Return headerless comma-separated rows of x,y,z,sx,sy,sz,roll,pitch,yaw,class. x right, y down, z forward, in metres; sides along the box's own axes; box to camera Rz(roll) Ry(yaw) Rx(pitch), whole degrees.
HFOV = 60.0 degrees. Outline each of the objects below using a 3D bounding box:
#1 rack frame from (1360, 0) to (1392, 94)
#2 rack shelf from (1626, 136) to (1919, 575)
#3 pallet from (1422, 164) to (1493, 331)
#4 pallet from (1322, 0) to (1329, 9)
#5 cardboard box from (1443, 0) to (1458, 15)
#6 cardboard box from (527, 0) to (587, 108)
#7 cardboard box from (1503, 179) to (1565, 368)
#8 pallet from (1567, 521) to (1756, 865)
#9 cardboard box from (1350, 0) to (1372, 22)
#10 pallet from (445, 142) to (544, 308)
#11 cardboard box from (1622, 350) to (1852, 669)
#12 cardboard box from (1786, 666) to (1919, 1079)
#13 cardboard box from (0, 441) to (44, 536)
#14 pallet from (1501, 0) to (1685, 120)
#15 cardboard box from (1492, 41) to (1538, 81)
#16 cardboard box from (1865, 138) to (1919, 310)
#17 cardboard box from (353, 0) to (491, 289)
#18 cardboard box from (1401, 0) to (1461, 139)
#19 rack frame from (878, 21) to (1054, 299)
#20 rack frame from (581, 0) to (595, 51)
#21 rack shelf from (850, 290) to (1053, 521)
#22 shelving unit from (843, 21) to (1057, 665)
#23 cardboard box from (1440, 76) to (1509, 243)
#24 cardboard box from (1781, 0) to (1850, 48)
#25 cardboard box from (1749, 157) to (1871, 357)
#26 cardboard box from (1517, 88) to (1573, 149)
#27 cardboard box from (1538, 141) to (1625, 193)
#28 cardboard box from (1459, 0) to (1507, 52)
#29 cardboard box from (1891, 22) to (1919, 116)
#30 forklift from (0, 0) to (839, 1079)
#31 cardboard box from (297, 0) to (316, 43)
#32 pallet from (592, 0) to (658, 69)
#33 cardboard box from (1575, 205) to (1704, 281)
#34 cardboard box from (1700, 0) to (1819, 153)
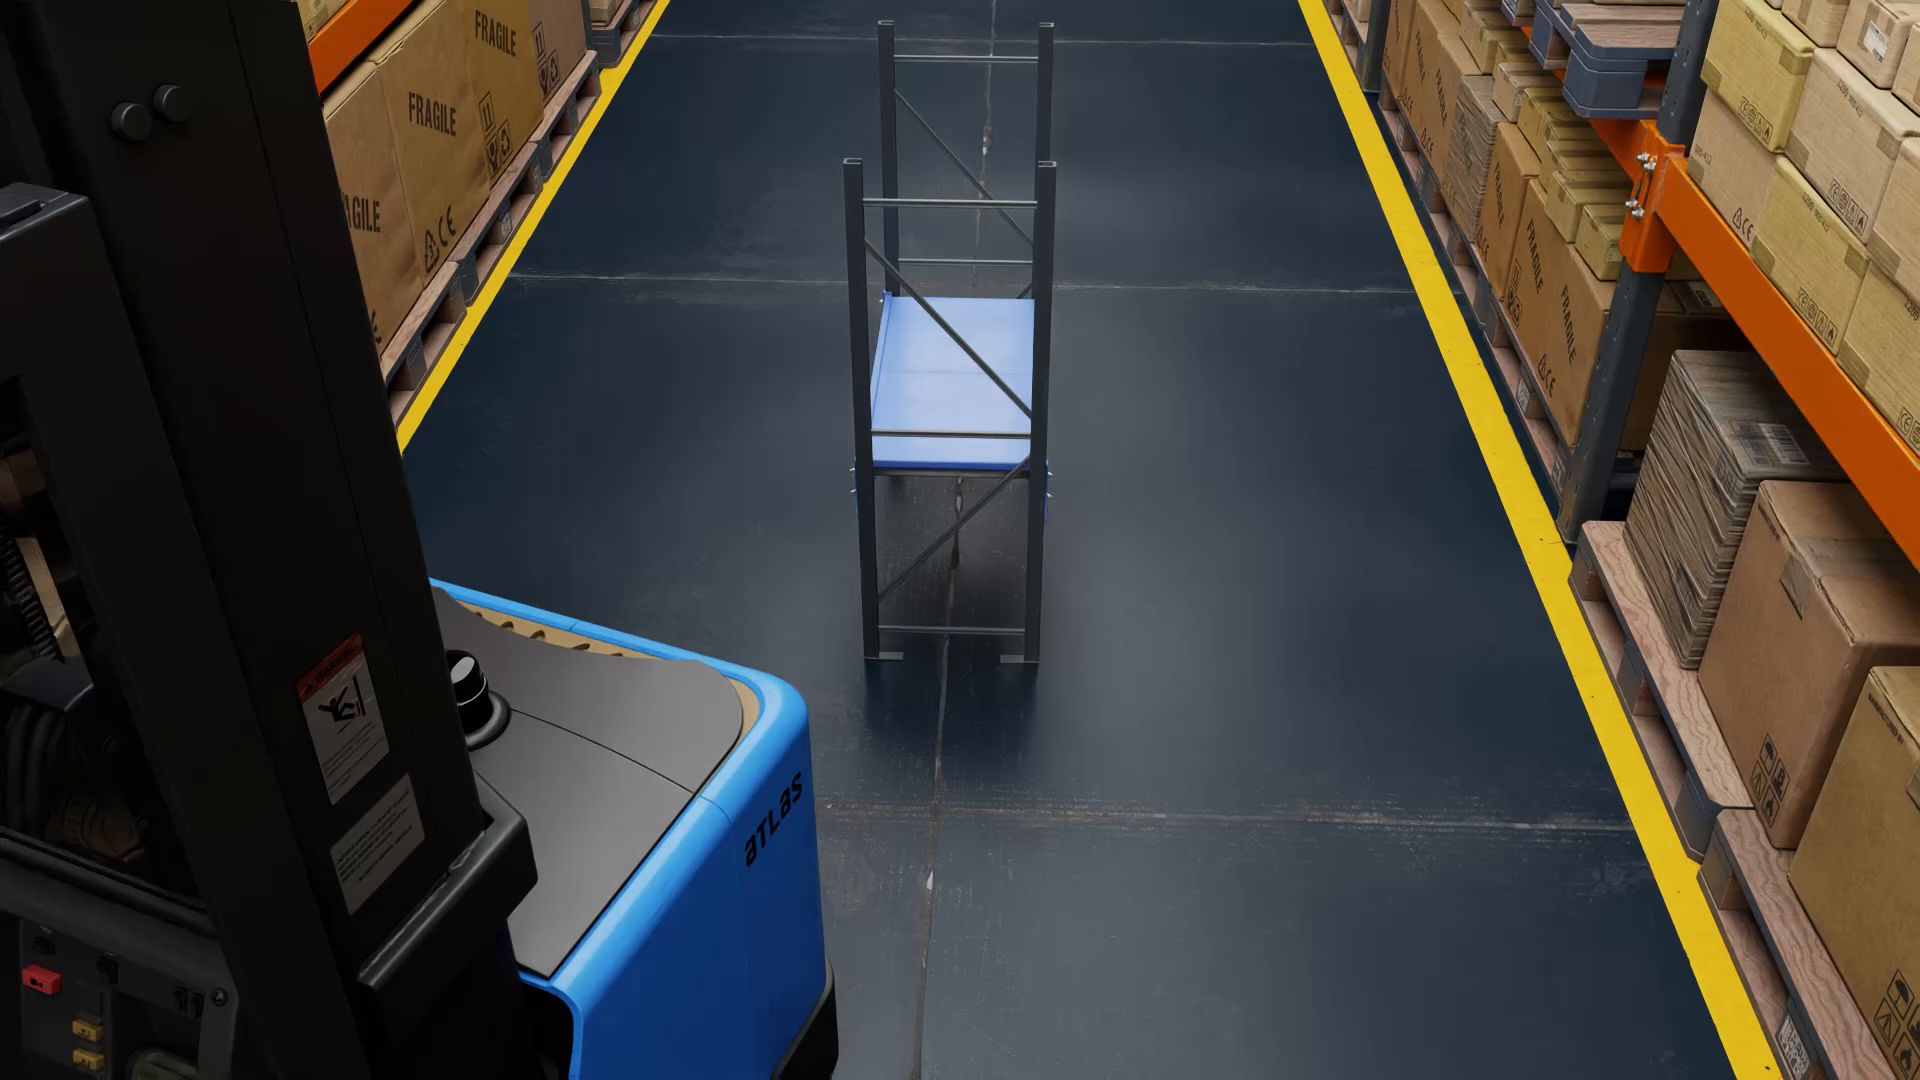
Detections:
2.562,-3.528,7.661,1.000,3.000,0.127,1,35,2,rack frame
2.321,0.213,2.963,1.077,0.370,4.000,1,35,2,rack shelf
2.521,-1.216,6.797,1.003,0.211,1.213,1,35,2,pallet
2.637,-3.484,10.025,1.003,0.211,1.213,1,35,2,pallet
2.349,-2.434,7.349,0.380,0.149,0.250,0,35,-1,cardboard box
-2.343,-2.585,7.802,0.875,0.875,0.875,2,35,3,cardboard box
2.234,-0.914,5.751,0.500,0.500,0.500,1,35,1,cardboard box
2.329,0.383,4.521,1.003,0.211,1.213,1,35,2,pallet
2.291,-2.860,8.825,0.380,0.149,0.250,0,35,0,cardboard box
-2.400,-1.352,6.990,1.003,0.211,1.213,1,35,2,pallet
2.362,-0.072,4.444,0.875,0.625,0.625,2,35,3,cardboard box
2.317,0.690,3.359,0.875,0.625,0.625,0,35,0,cardboard box
-2.591,-0.115,4.725,0.950,0.372,0.625,-1,35,-1,cardboard box
2.358,-1.542,5.003,1.213,0.211,1.003,1,35,2,pallet
2.310,-1.835,6.497,0.380,0.149,0.250,1,35,2,cardboard box
2.079,-0.536,3.099,0.500,0.250,0.500,0,35,1,cardboard box
-2.408,-1.552,6.333,0.875,0.875,0.875,2,35,2,cardboard box
2.306,-2.098,7.436,0.500,0.500,0.500,1,35,1,cardboard box
0.017,-0.857,5.165,0.500,1.500,0.032,1,35,2,rack frame
-2.398,-3.641,7.821,1.000,3.000,0.127,1,35,2,rack frame
-0.003,-0.417,4.852,0.538,0.185,1.000,1,35,2,rack shelf
-0.003,-0.565,4.749,0.538,1.500,1.048,1,35,2,shelving unit
2.254,-1.514,6.604,0.500,0.500,0.500,0,35,0,cardboard box
2.085,-1.207,3.707,0.380,0.149,0.250,2,35,3,cardboard box
2.114,-0.630,3.669,0.500,0.250,0.500,1,35,1,cardboard box
2.268,-1.536,6.071,0.380,0.149,0.250,1,35,1,cardboard box
2.202,-1.242,5.653,0.380,0.149,0.250,0,35,0,cardboard box
2.304,-2.133,6.922,0.380,0.149,0.250,1,35,2,cardboard box
2.102,-0.908,3.282,0.380,0.149,0.250,2,35,2,cardboard box
-1.301,0.610,1.832,1.130,2.935,3.031,14,37,19,forklift
-2.288,-1.556,4.986,0.500,0.250,0.500,1,35,1,cardboard box
-2.289,-2.935,9.242,1.003,0.211,1.213,1,35,2,pallet
2.168,-0.934,5.215,0.380,0.149,0.250,0,35,0,cardboard box
2.114,-1.124,3.937,0.500,0.250,0.500,1,35,2,cardboard box
